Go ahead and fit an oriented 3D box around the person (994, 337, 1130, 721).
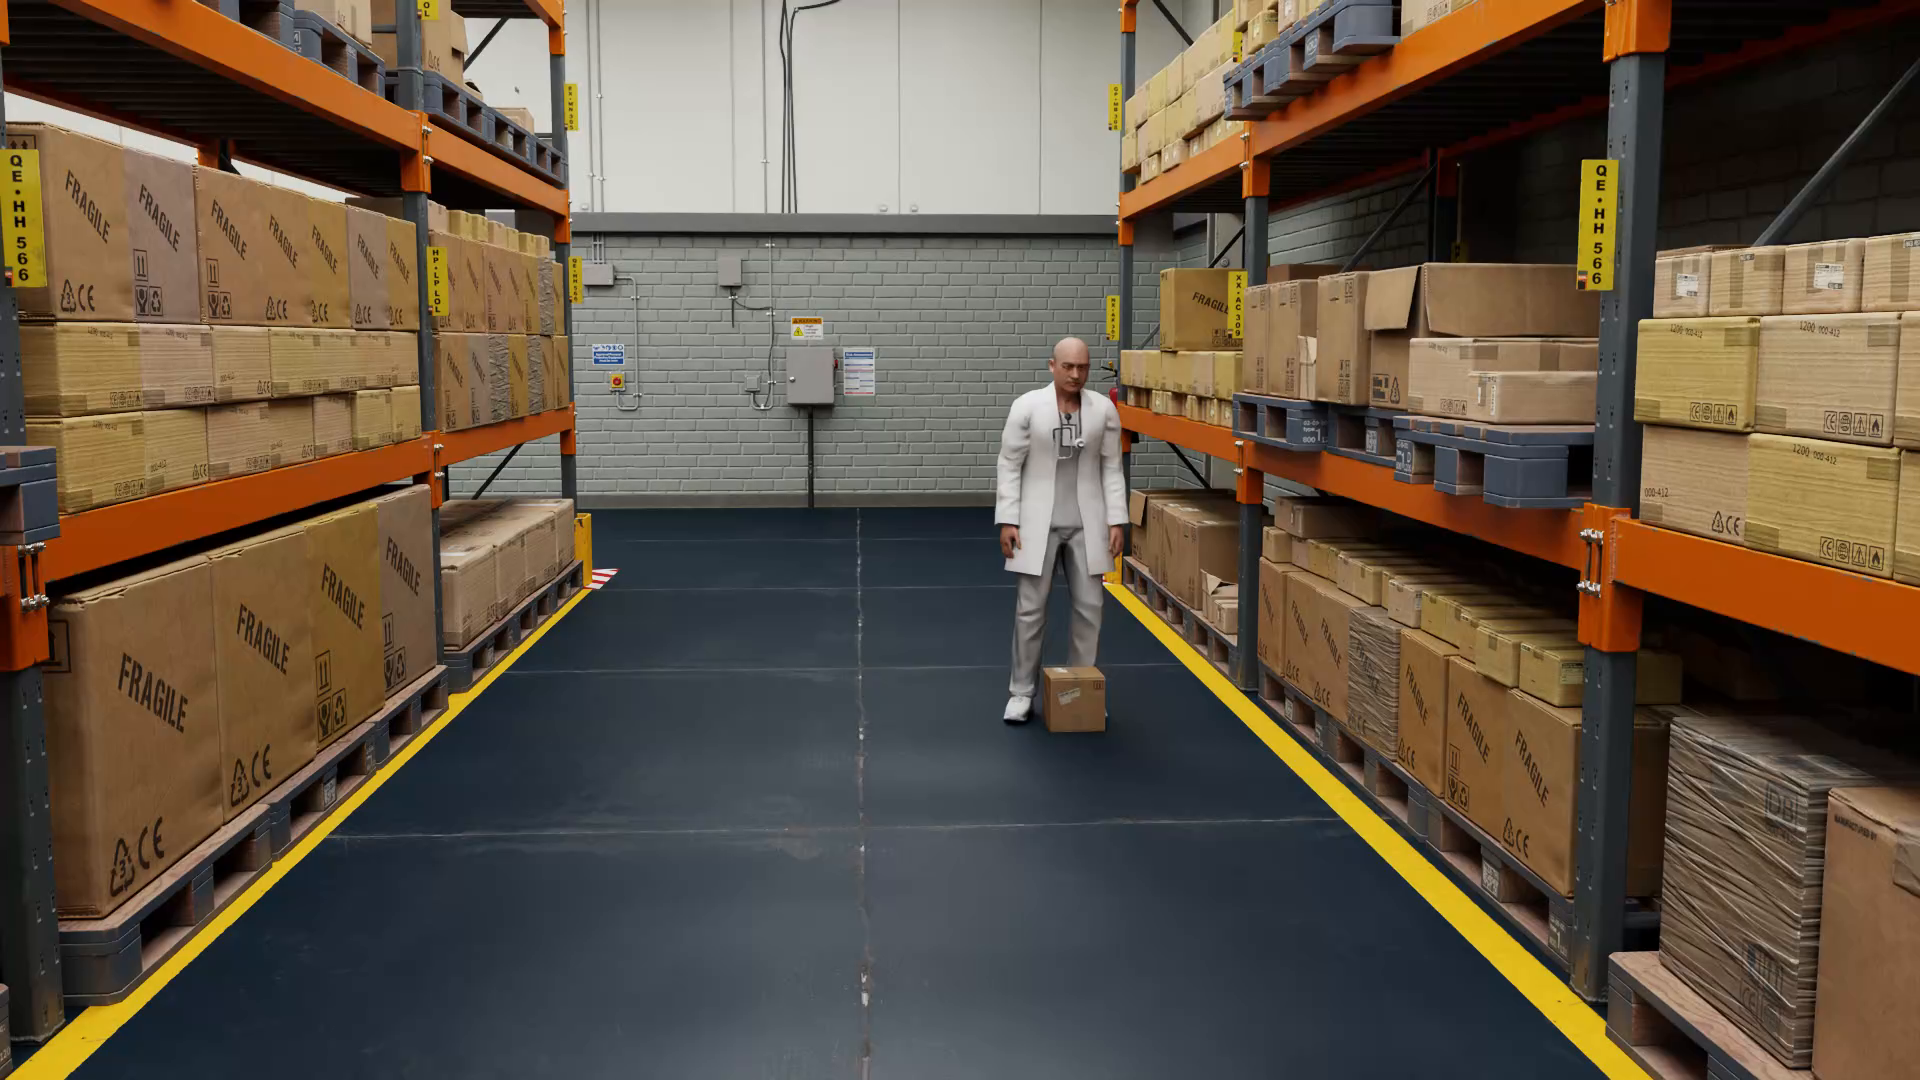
[{"bbox_3d":[0.480,-0.054,7.770,0.642,1.772,0.432,-1,7,-8],"label":"person"}]
